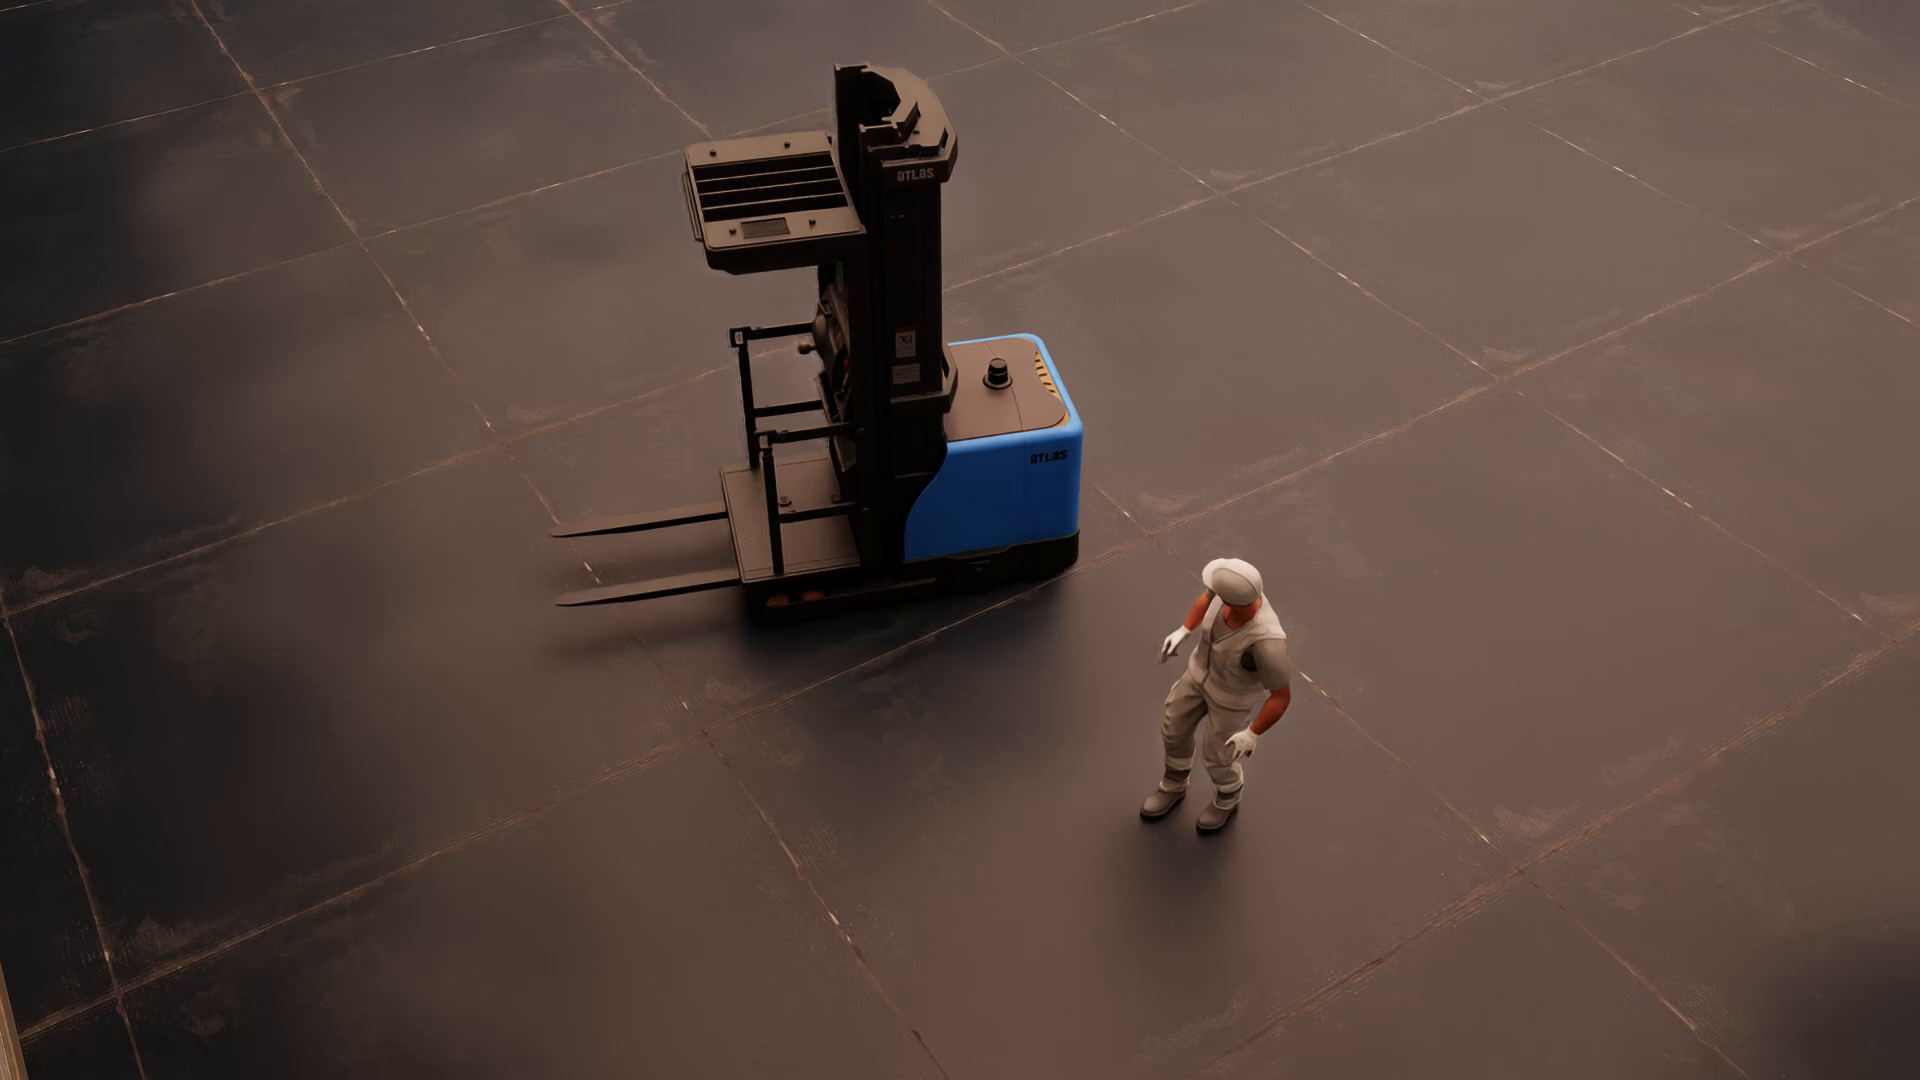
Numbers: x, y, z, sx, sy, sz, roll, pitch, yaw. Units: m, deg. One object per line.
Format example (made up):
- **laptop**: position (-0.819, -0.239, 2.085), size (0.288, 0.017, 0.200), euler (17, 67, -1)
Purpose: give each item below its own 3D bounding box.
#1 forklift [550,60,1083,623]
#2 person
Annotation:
- **forklift**: position (-0.873, -1.009, 9.026), size (3.031, 2.935, 1.130), euler (-9, 42, -10)
- **person**: position (1.215, 0.745, 7.912), size (0.505, 1.757, 0.749), euler (-23, 46, -24)
